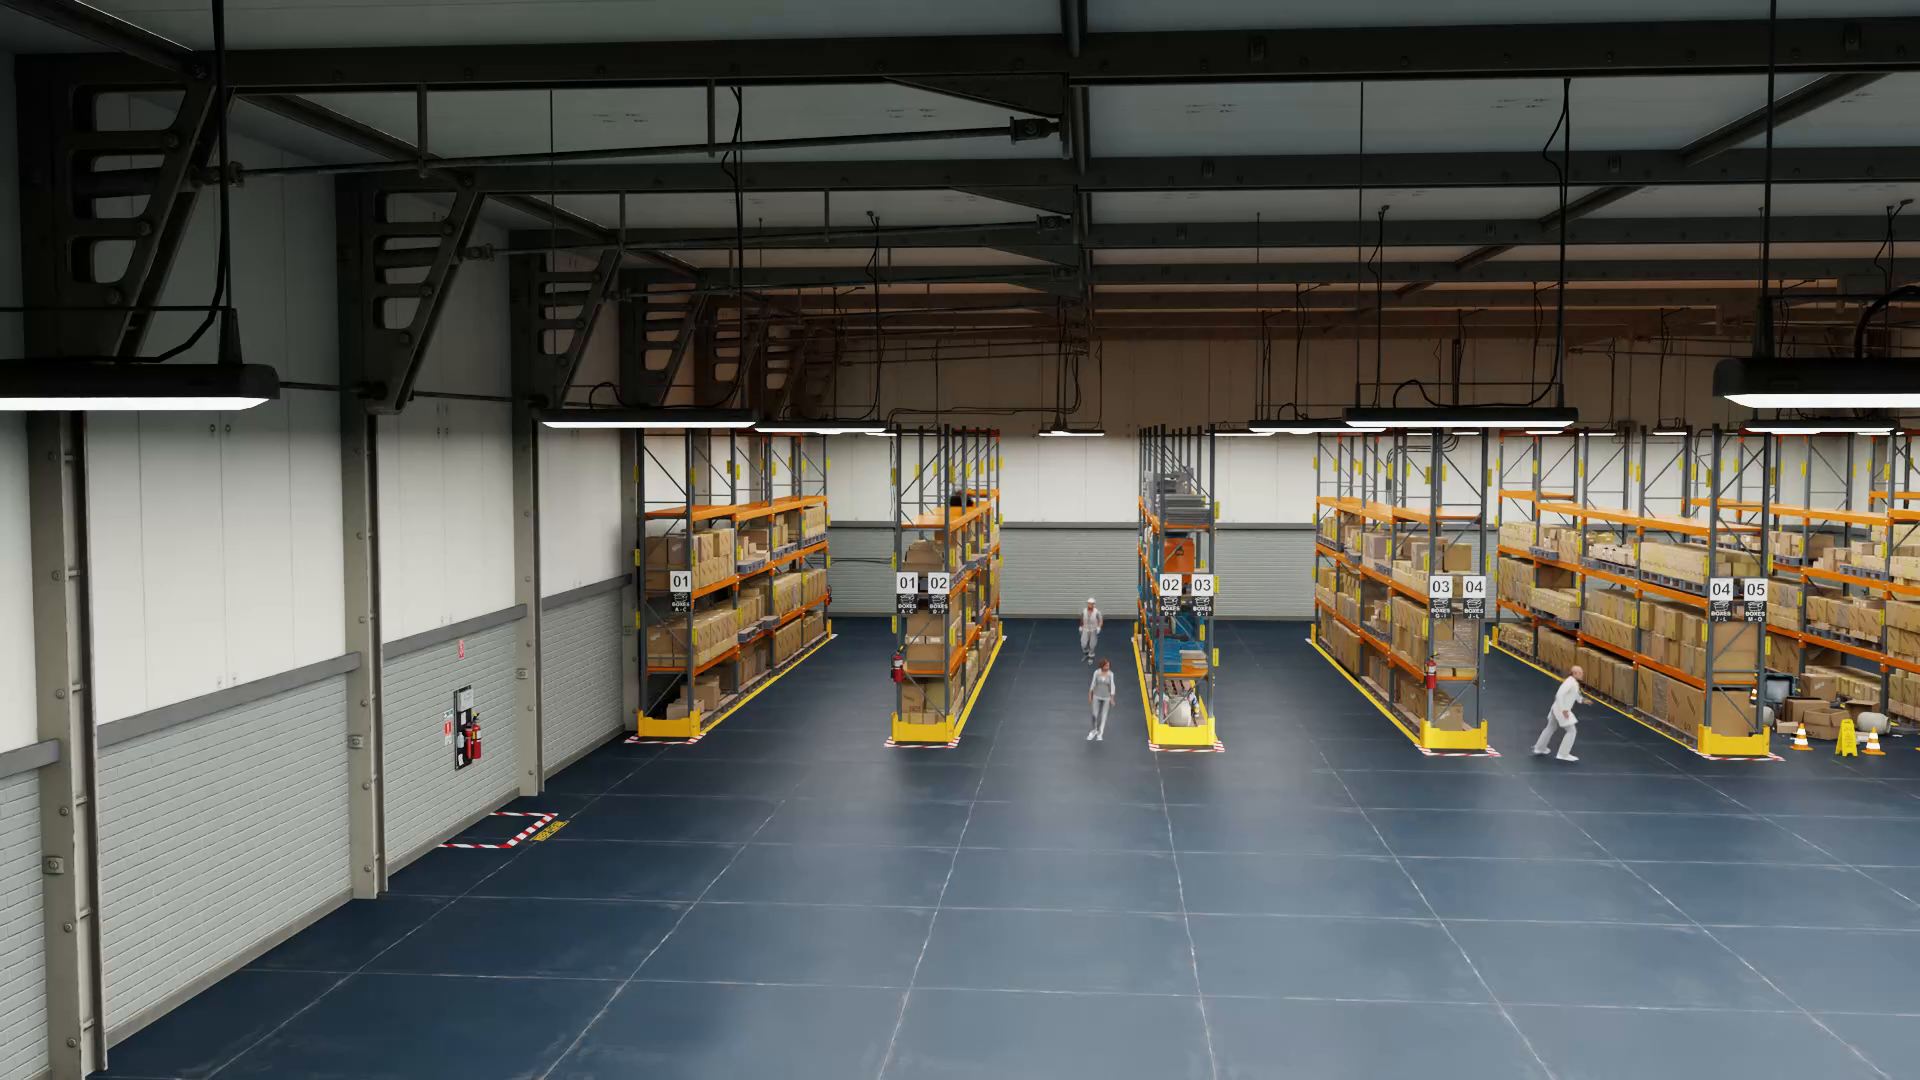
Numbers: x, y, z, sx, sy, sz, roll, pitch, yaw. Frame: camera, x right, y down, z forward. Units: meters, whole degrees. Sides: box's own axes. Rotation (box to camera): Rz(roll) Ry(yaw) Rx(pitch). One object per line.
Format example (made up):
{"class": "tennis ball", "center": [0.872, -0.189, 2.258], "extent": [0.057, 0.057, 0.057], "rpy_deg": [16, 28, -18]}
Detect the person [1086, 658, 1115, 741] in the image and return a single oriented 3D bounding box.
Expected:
{"class": "person", "center": [2.652, 3.003, 31.336], "extent": [0.530, 1.579, 0.413], "rpy_deg": [0, 3, -2]}

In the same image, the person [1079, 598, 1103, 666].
{"class": "person", "center": [3.261, 2.309, 41.707], "extent": [0.673, 1.737, 0.785], "rpy_deg": [1, 4, 14]}

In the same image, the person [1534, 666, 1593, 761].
{"class": "person", "center": [10.788, 3.075, 29.713], "extent": [0.969, 1.703, 0.763], "rpy_deg": [1, 4, 17]}

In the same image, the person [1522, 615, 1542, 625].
{"class": "person", "center": [16.182, 1.981, 47.113], "extent": [0.923, 1.699, 0.710], "rpy_deg": [2, 4, 27]}
